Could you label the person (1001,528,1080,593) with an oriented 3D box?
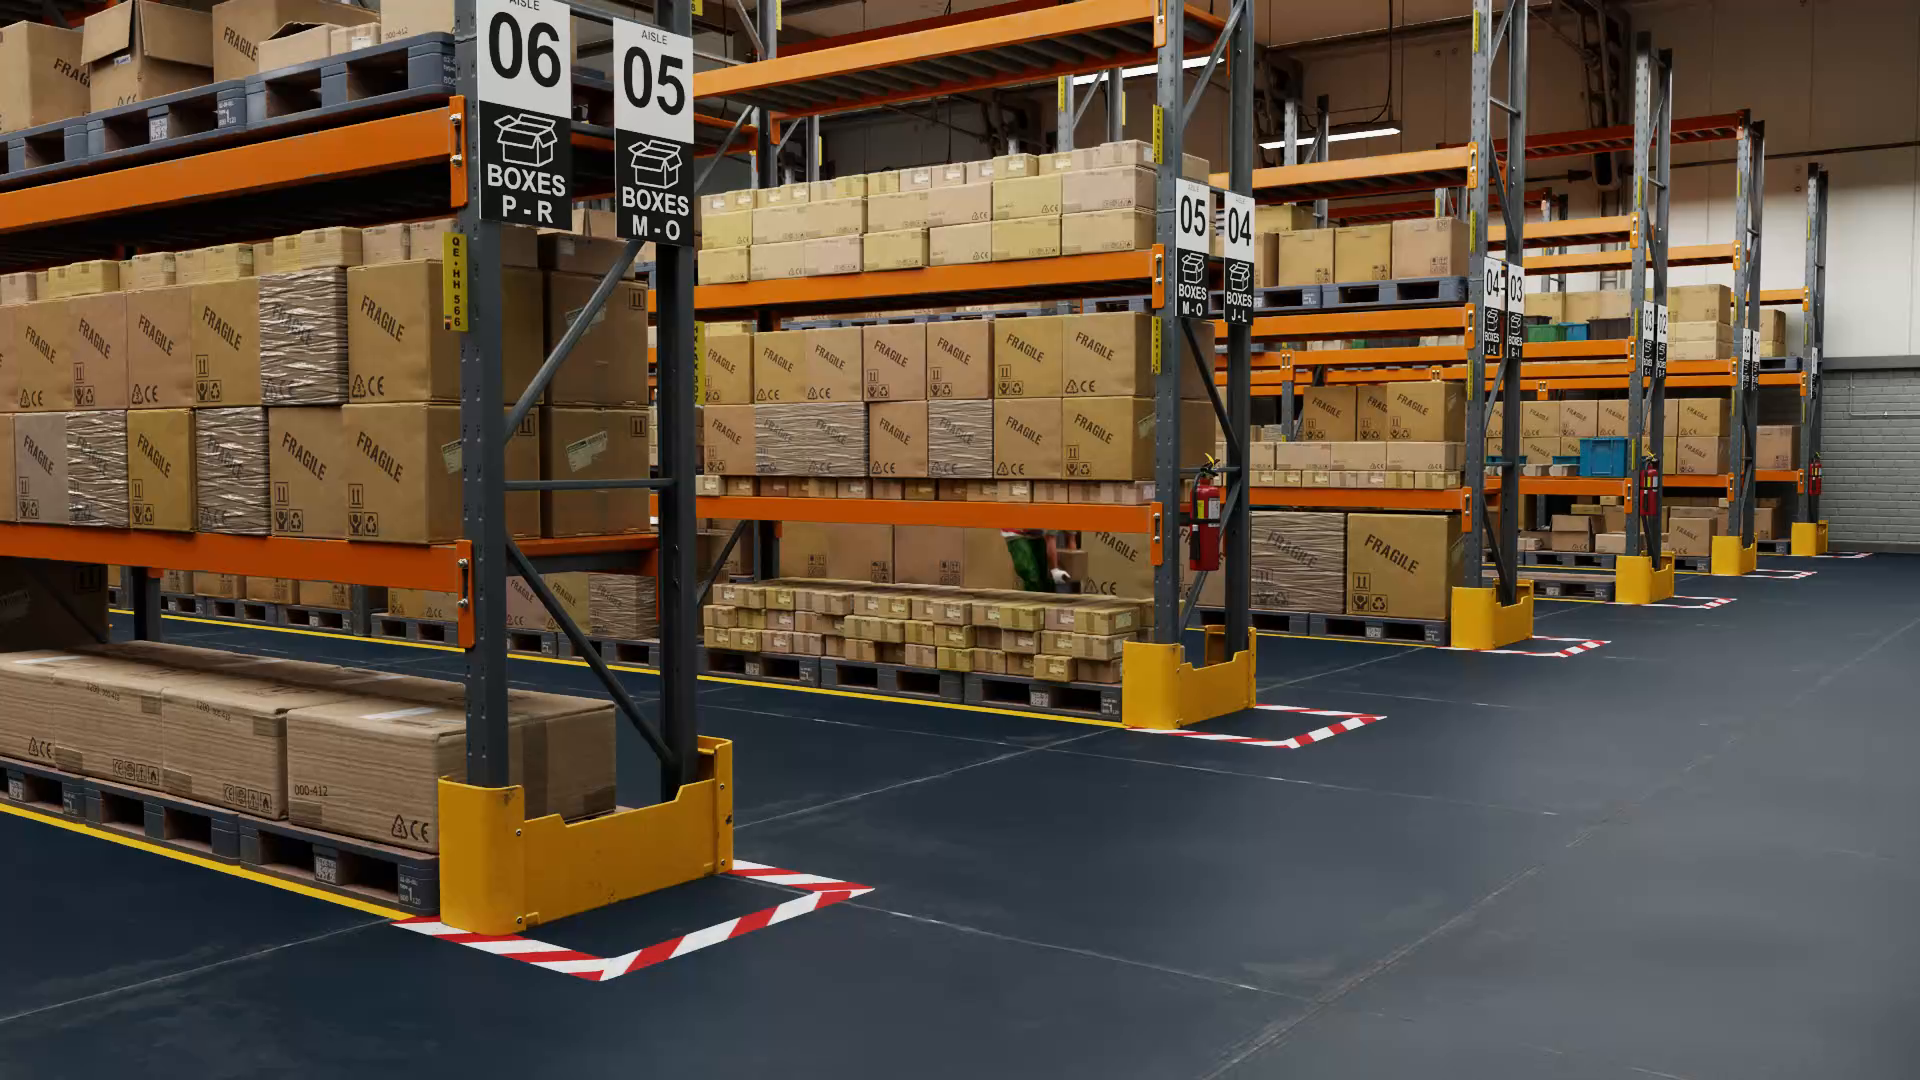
[{"bbox_3d":[0.786,0.158,14.335,0.888,1.392,0.488,2,4,34],"label":"person"}]
